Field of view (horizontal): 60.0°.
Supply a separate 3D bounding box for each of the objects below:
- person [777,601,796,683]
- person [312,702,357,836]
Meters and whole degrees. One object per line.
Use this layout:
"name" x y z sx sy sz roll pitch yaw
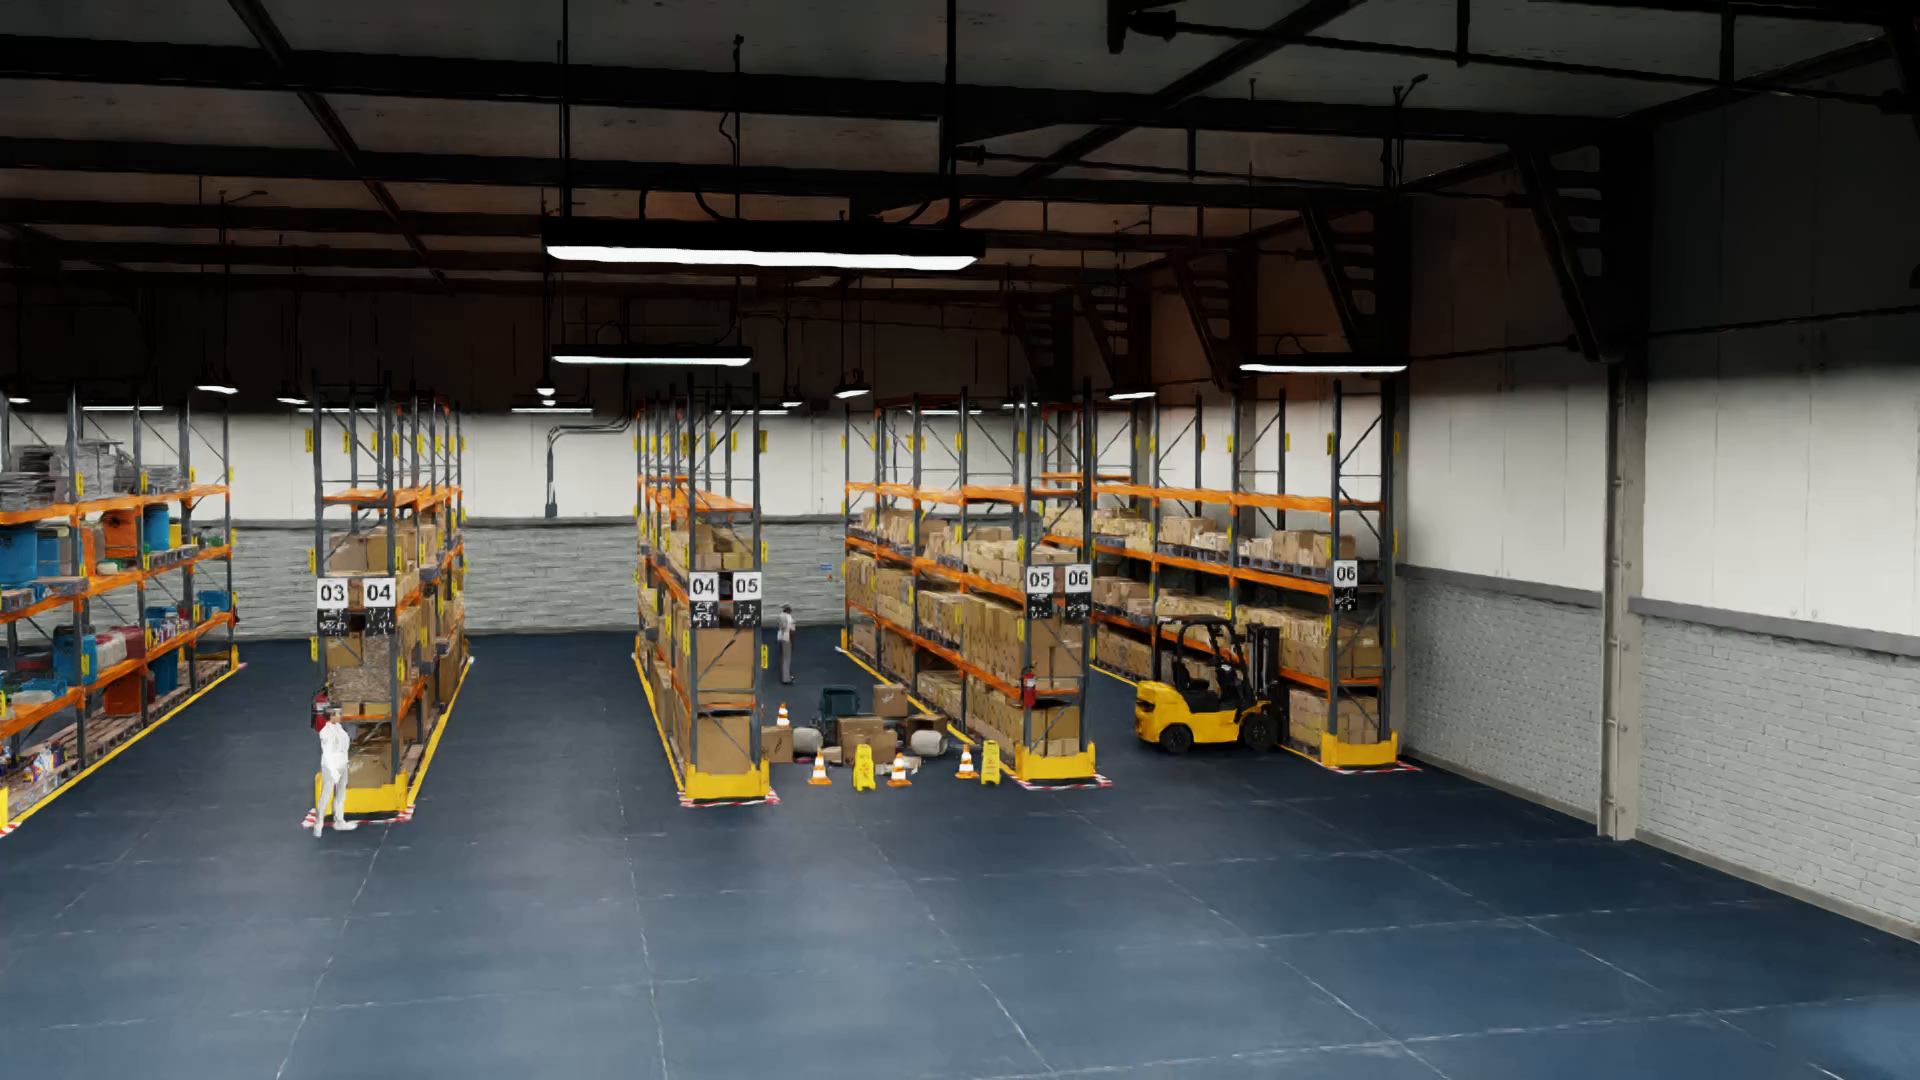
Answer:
"person" -3.620 2.133 34.952 0.440 1.683 0.550 -2 4 -37
"person" -8.074 2.927 21.360 0.403 1.676 0.628 0 3 7
